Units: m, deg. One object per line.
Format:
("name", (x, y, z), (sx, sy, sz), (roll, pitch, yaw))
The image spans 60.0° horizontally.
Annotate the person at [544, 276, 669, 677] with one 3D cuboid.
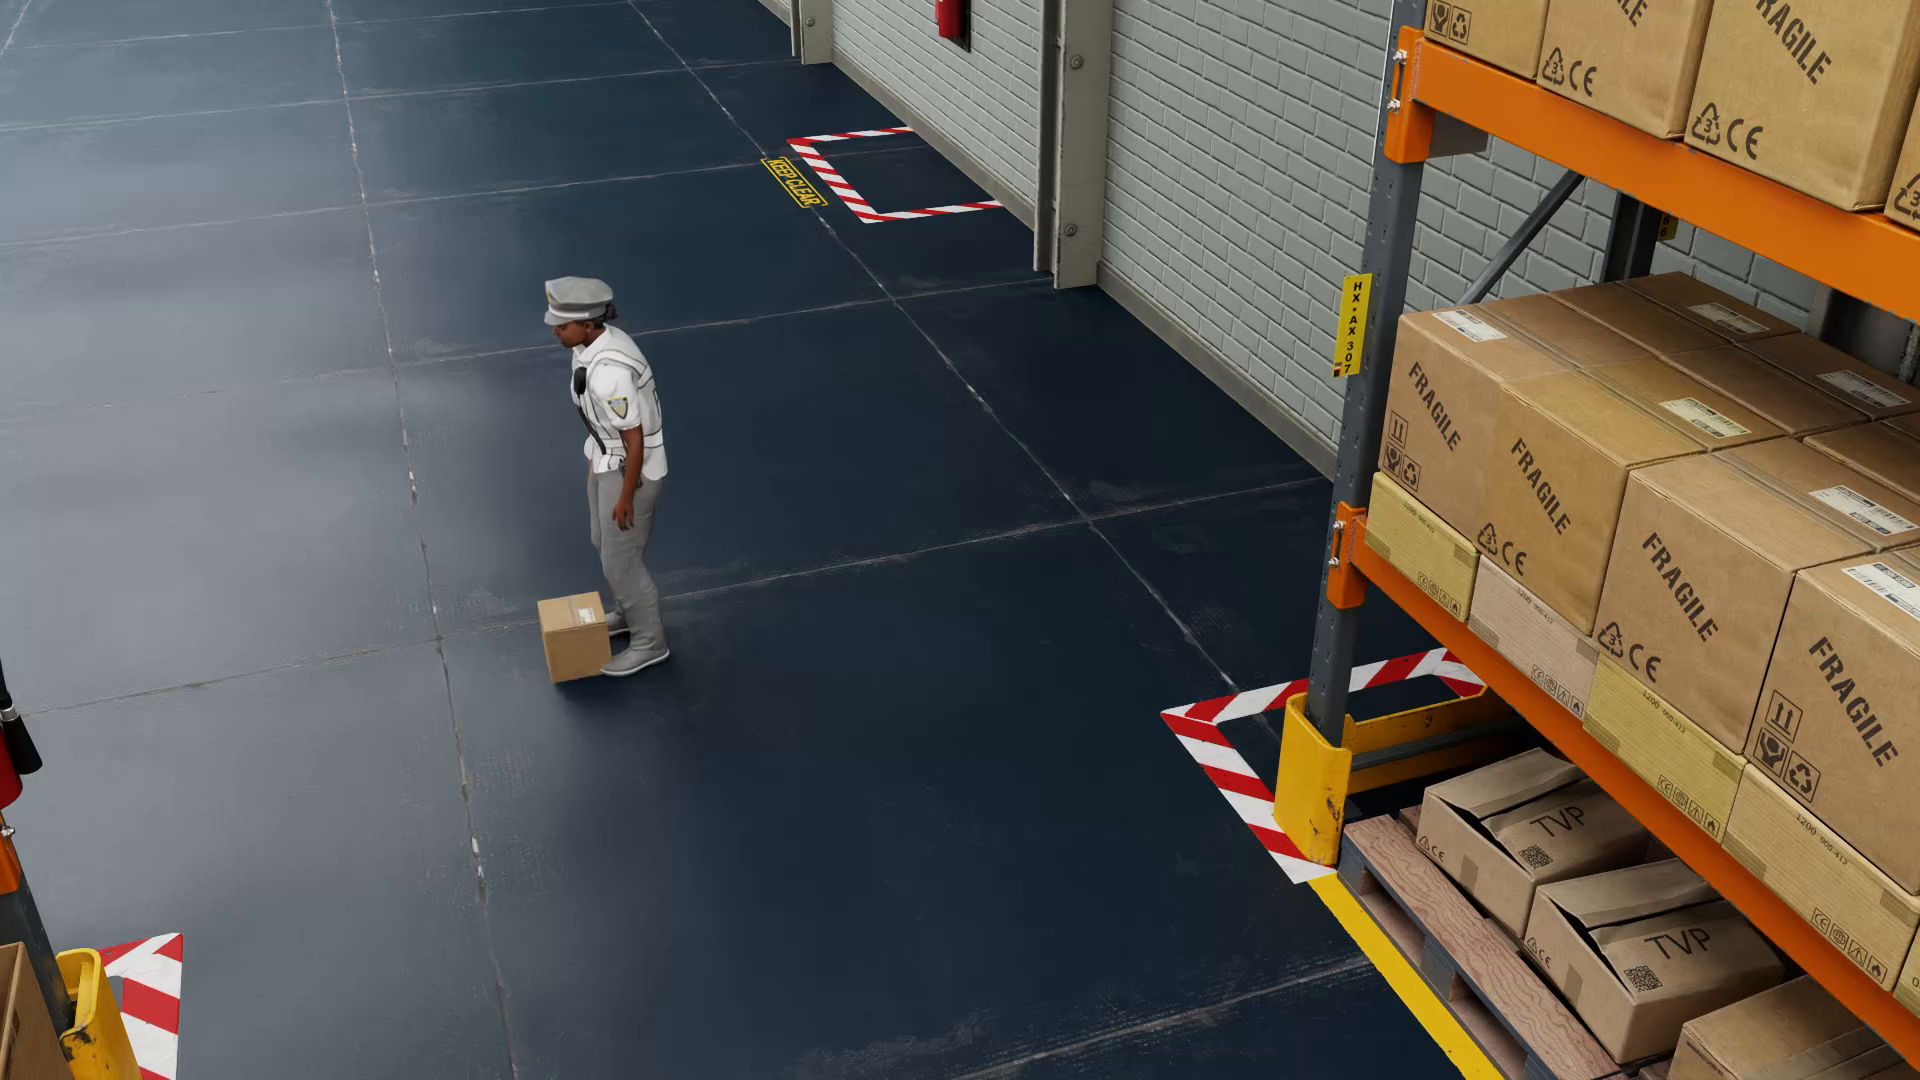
("person", (-1.366, -0.258, 6.580), (0.395, 1.656, 0.512), (-12, 32, -20))
